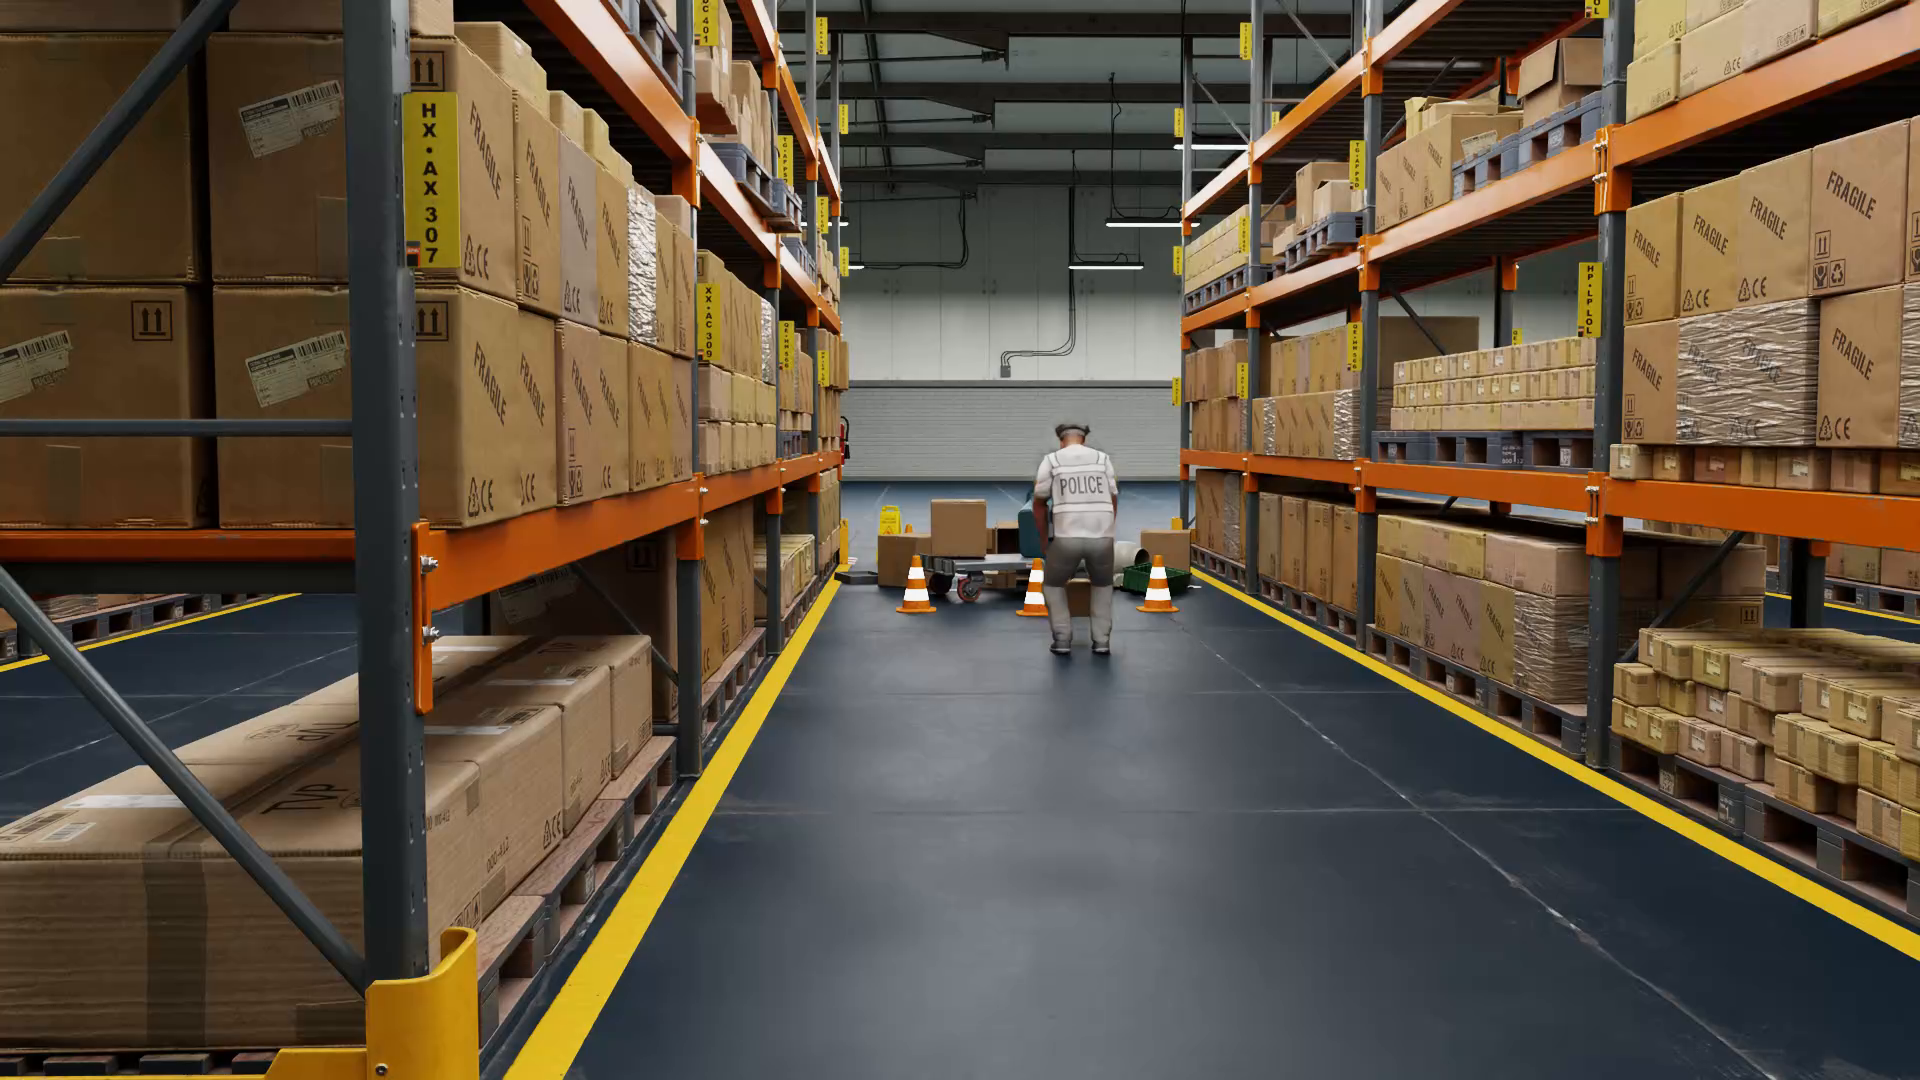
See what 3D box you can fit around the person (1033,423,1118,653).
[{"bbox_3d":[0.789,-0.013,11.365,0.584,1.572,0.682,0,4,-1],"label":"person"}]
